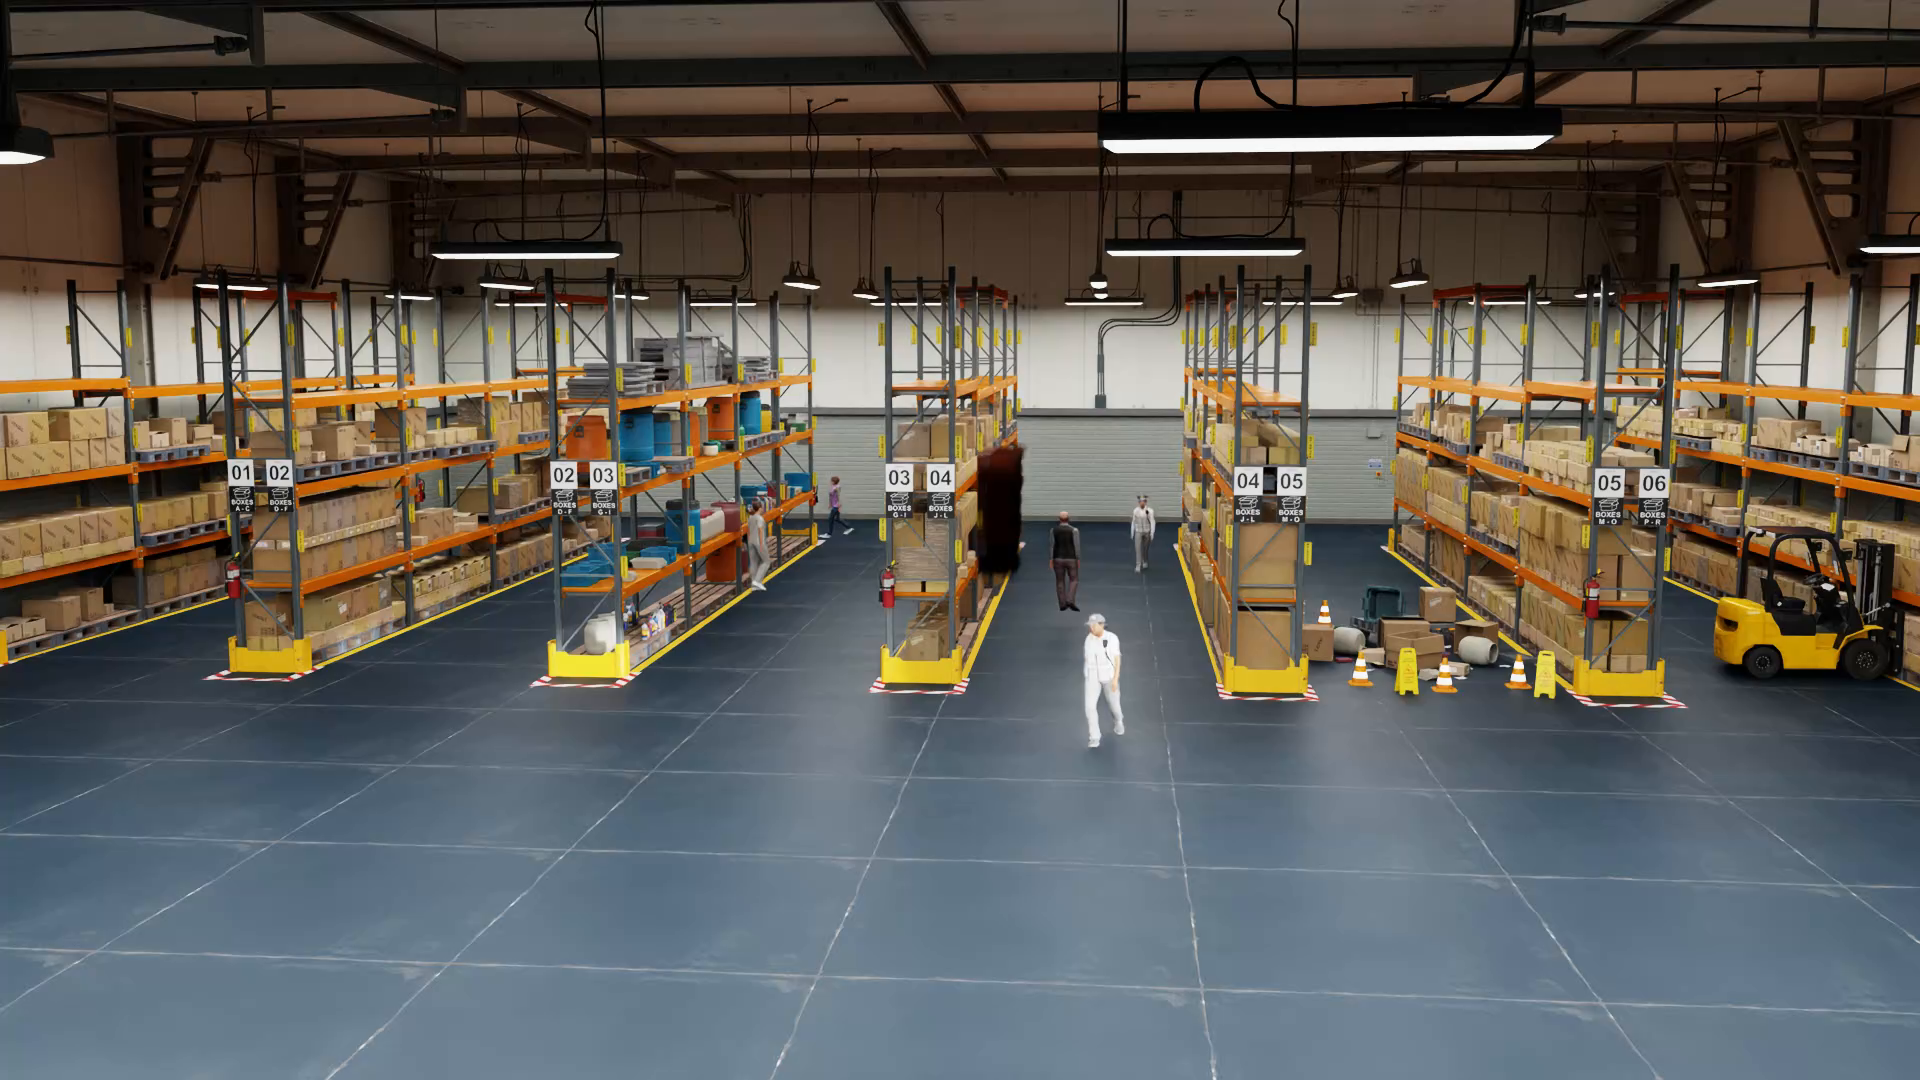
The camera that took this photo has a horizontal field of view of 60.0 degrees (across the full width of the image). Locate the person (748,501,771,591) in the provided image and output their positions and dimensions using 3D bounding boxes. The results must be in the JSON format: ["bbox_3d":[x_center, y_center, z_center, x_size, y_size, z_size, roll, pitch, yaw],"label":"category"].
[{"bbox_3d":[-3.807,0.109,31.036,0.481,1.670,0.446,5,8,33],"label":"person"}]

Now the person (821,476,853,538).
[{"bbox_3d":[-3.094,-0.847,41.747,0.876,1.564,0.460,-3,7,-22],"label":"person"}]

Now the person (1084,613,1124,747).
[{"bbox_3d":[1.753,1.712,20.541,0.487,1.607,0.841,2,7,18],"label":"person"}]

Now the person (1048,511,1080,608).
[{"bbox_3d":[1.804,0.337,28.755,0.556,1.666,0.422,1,7,10],"label":"person"}]

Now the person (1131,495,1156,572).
[{"bbox_3d":[3.936,-0.166,35.736,0.529,1.609,1.007,1,7,7],"label":"person"}]
